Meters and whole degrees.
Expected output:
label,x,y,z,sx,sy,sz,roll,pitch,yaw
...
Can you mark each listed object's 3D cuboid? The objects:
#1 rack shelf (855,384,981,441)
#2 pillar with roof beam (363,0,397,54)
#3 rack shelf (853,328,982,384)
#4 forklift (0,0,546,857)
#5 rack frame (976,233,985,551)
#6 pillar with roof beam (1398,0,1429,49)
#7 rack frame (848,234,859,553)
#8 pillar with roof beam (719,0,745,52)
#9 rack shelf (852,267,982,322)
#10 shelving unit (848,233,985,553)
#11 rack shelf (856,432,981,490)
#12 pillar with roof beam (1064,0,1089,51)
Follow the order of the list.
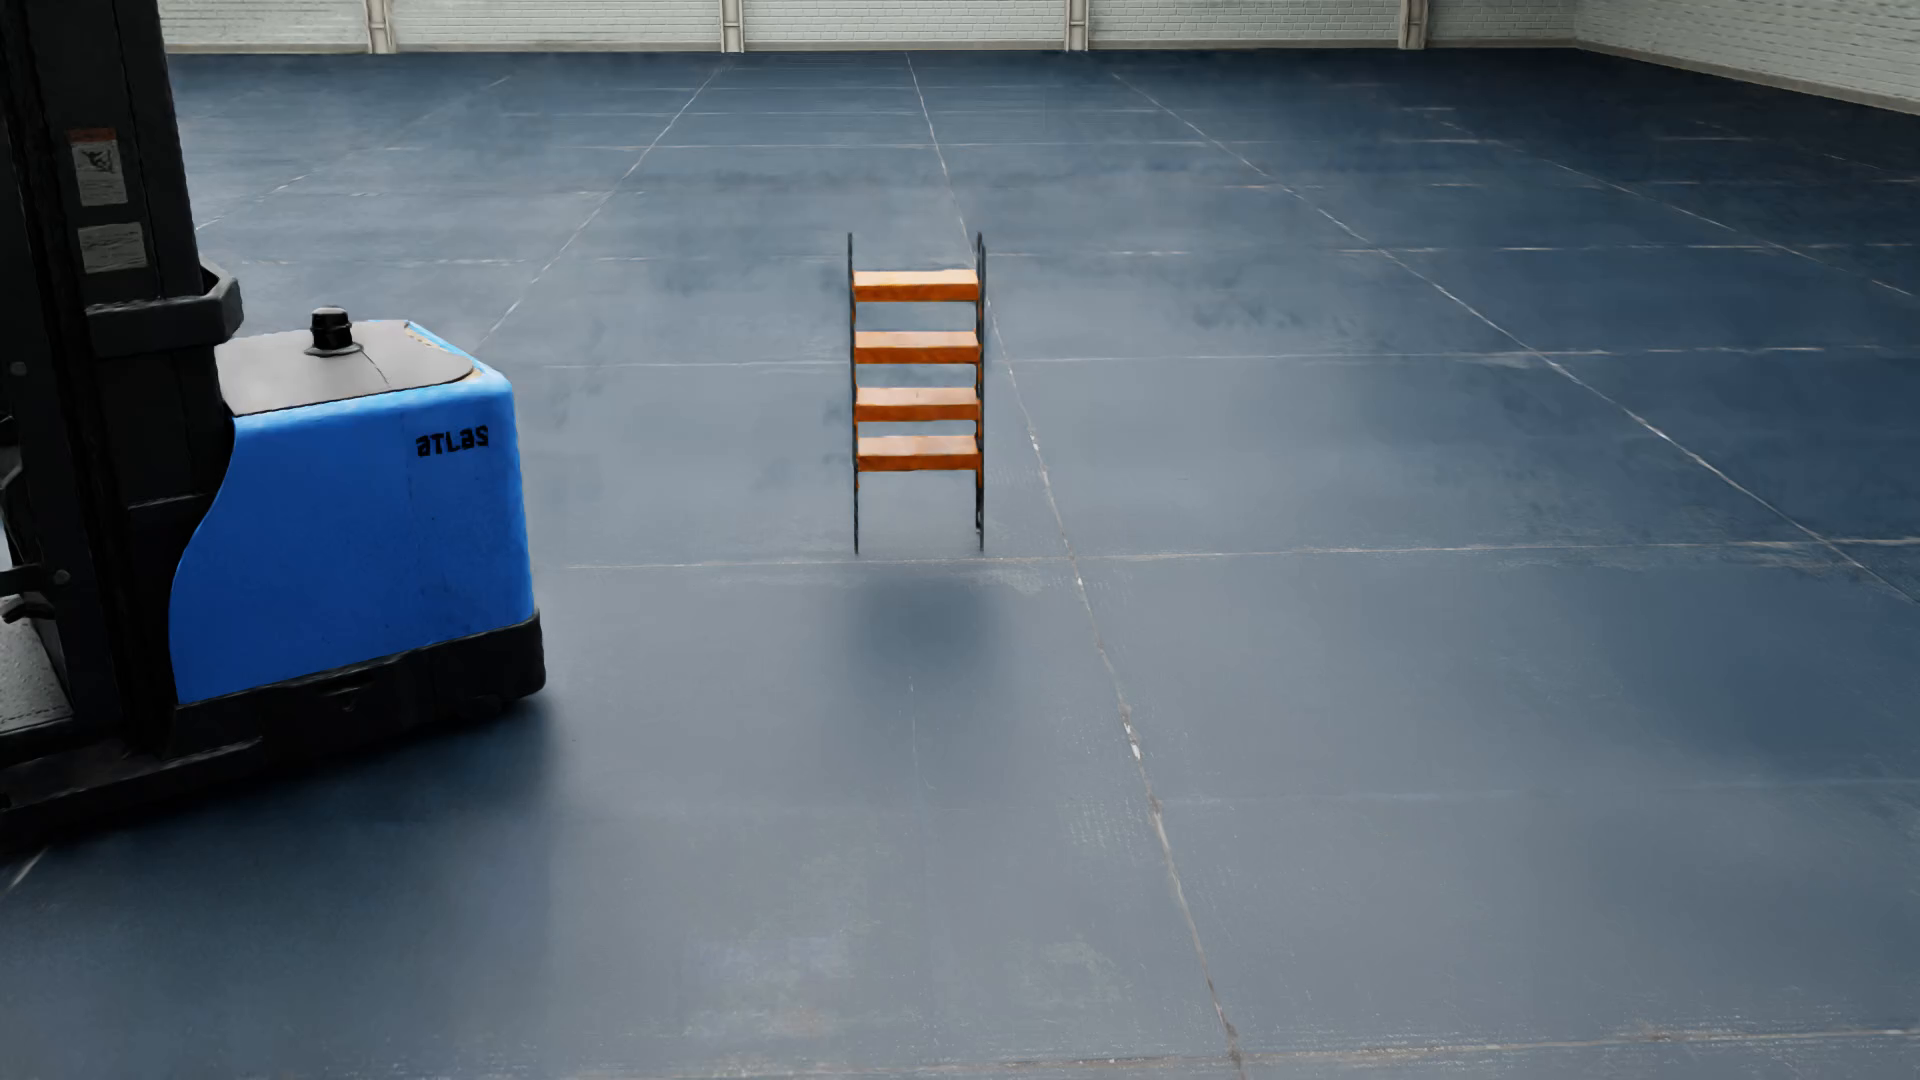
label,x,y,z,sx,sy,sz,roll,pitch,yaw
rack shelf,-0.165,-0.495,6.423,0.480,0.148,0.258,-1,21,-3
pillar with roof beam,-9.694,-11.065,23.036,0.400,9.000,9.100,-1,21,-3
rack shelf,-0.165,-0.704,6.343,0.480,0.148,0.258,-1,21,-3
forklift,-2.801,-0.681,4.290,3.031,2.935,1.130,-14,25,-33
rack frame,0.078,-0.562,6.412,0.015,1.200,0.240,-1,21,-3
pillar with roof beam,8.276,-11.430,23.996,0.400,9.000,9.100,-1,21,-3
rack frame,-0.409,-0.552,6.386,0.015,1.200,0.240,-1,21,-3
pillar with roof beam,-3.704,-11.186,23.356,0.400,9.000,9.100,-1,21,-3
rack shelf,-0.165,-0.925,6.259,0.480,0.148,0.258,-1,21,-3
shelving unit,-0.165,-0.557,6.399,0.503,1.200,0.258,-1,21,-3
rack shelf,-0.165,-0.309,6.493,0.480,0.148,0.258,-1,21,-3
pillar with roof beam,2.286,-11.308,23.676,0.400,9.000,9.100,-1,21,-3
